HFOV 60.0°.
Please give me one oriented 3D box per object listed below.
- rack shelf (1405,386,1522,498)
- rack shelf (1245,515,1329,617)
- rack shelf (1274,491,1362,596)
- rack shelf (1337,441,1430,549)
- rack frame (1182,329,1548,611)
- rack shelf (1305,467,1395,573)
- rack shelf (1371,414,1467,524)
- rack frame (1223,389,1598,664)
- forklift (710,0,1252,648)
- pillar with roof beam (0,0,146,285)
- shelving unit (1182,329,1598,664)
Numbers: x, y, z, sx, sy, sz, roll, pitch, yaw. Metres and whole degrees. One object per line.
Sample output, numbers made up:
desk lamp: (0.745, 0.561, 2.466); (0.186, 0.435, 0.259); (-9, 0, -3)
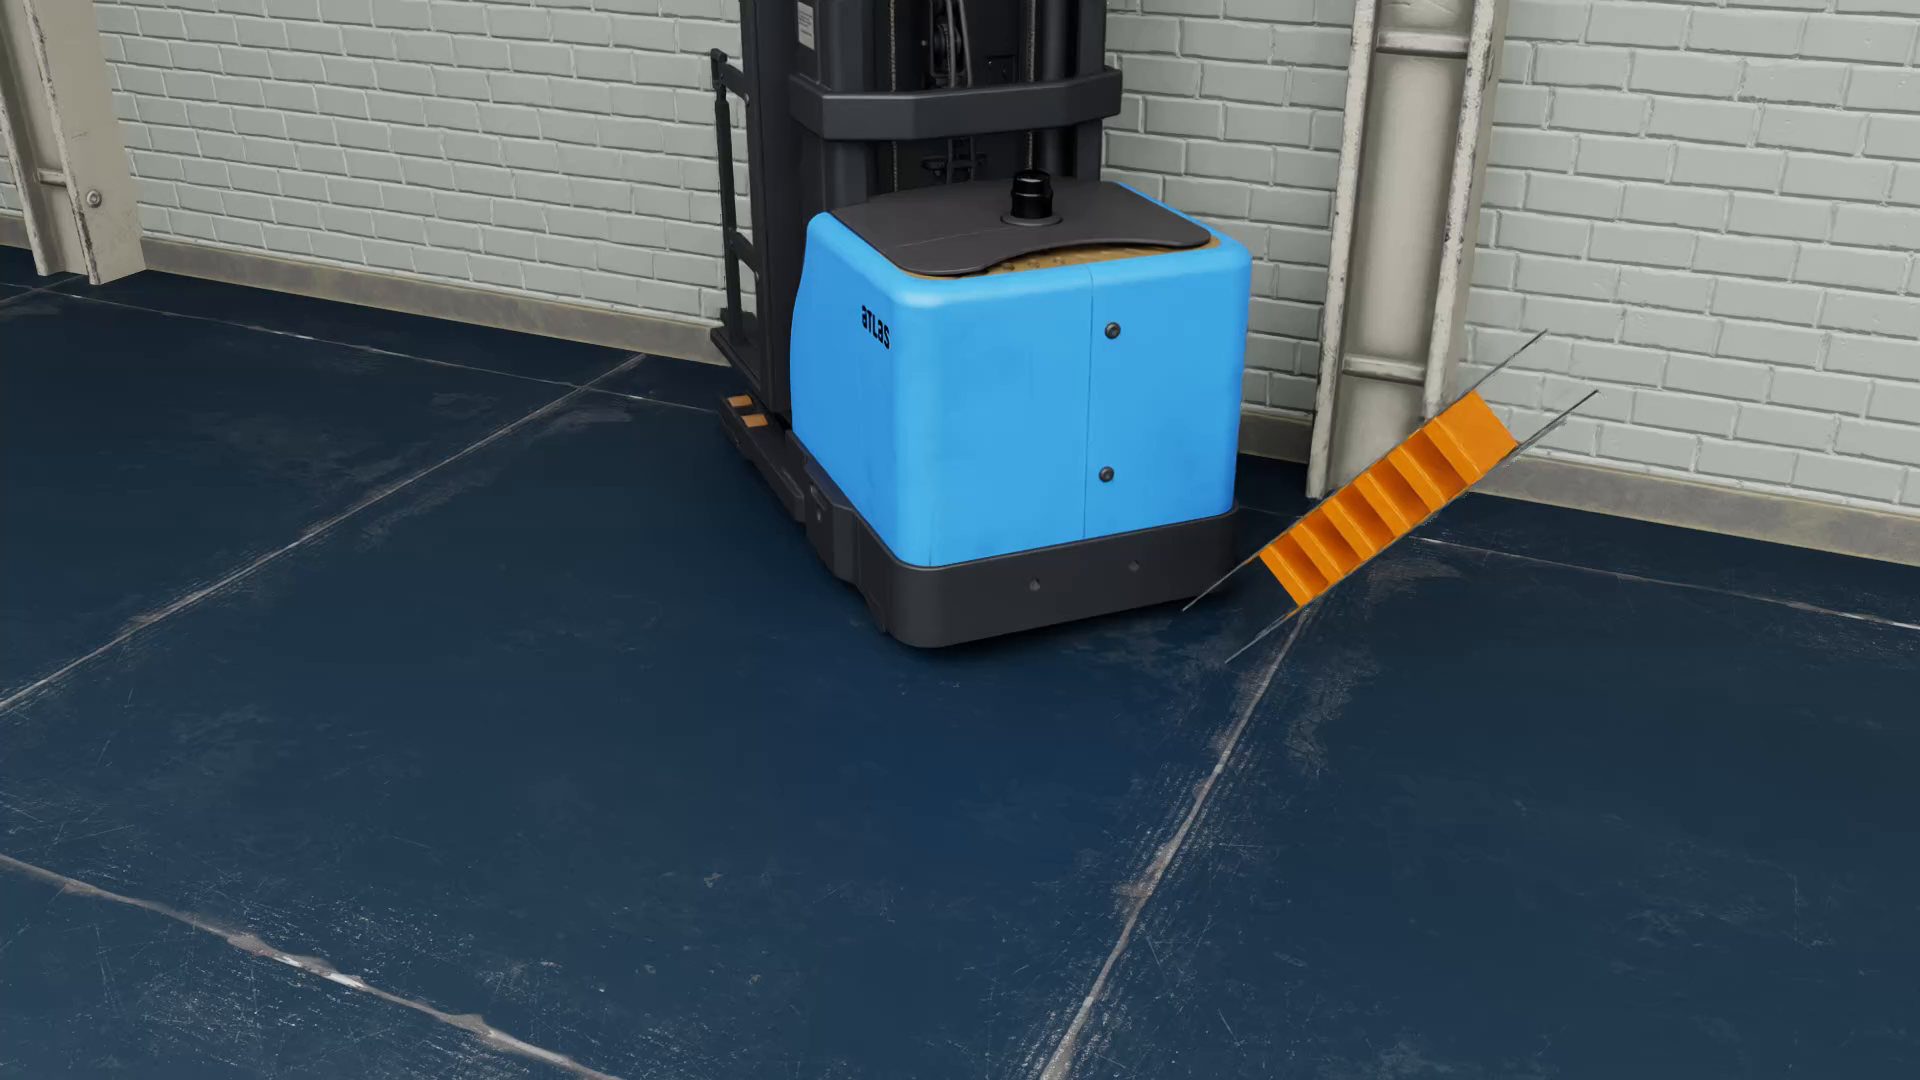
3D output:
rack shelf: (1.221, -0.238, 4.024); (0.180, 0.103, 0.258); (52, 44, 7)
rack shelf: (0.906, 0.064, 4.436); (0.180, 0.103, 0.258); (52, 44, 7)
rack shelf: (0.969, 0.004, 4.353); (0.180, 0.103, 0.258); (52, 44, 7)
rack shelf: (1.095, -0.117, 4.189); (0.180, 0.103, 0.258); (52, 44, 7)
rack frame: (1.000, -0.151, 4.251); (0.006, 1.200, 0.240); (52, 44, 7)
rack shelf: (1.032, -0.057, 4.271); (0.180, 0.103, 0.258); (52, 44, 7)
rack shelf: (1.158, -0.178, 4.107); (0.180, 0.103, 0.258); (52, 44, 7)
rack frame: (1.110, -0.007, 4.230); (0.006, 1.200, 0.240); (52, 44, 7)
forklift: (-0.223, -1.651, 5.284); (1.130, 2.935, 3.031); (-10, 28, -20)
pillar with roof beam: (-5.851, -3.573, 2.320); (0.400, 9.000, 9.100); (11, 28, 22)
shelving unit: (1.055, -0.079, 4.241); (0.189, 1.200, 0.258); (52, 44, 7)
